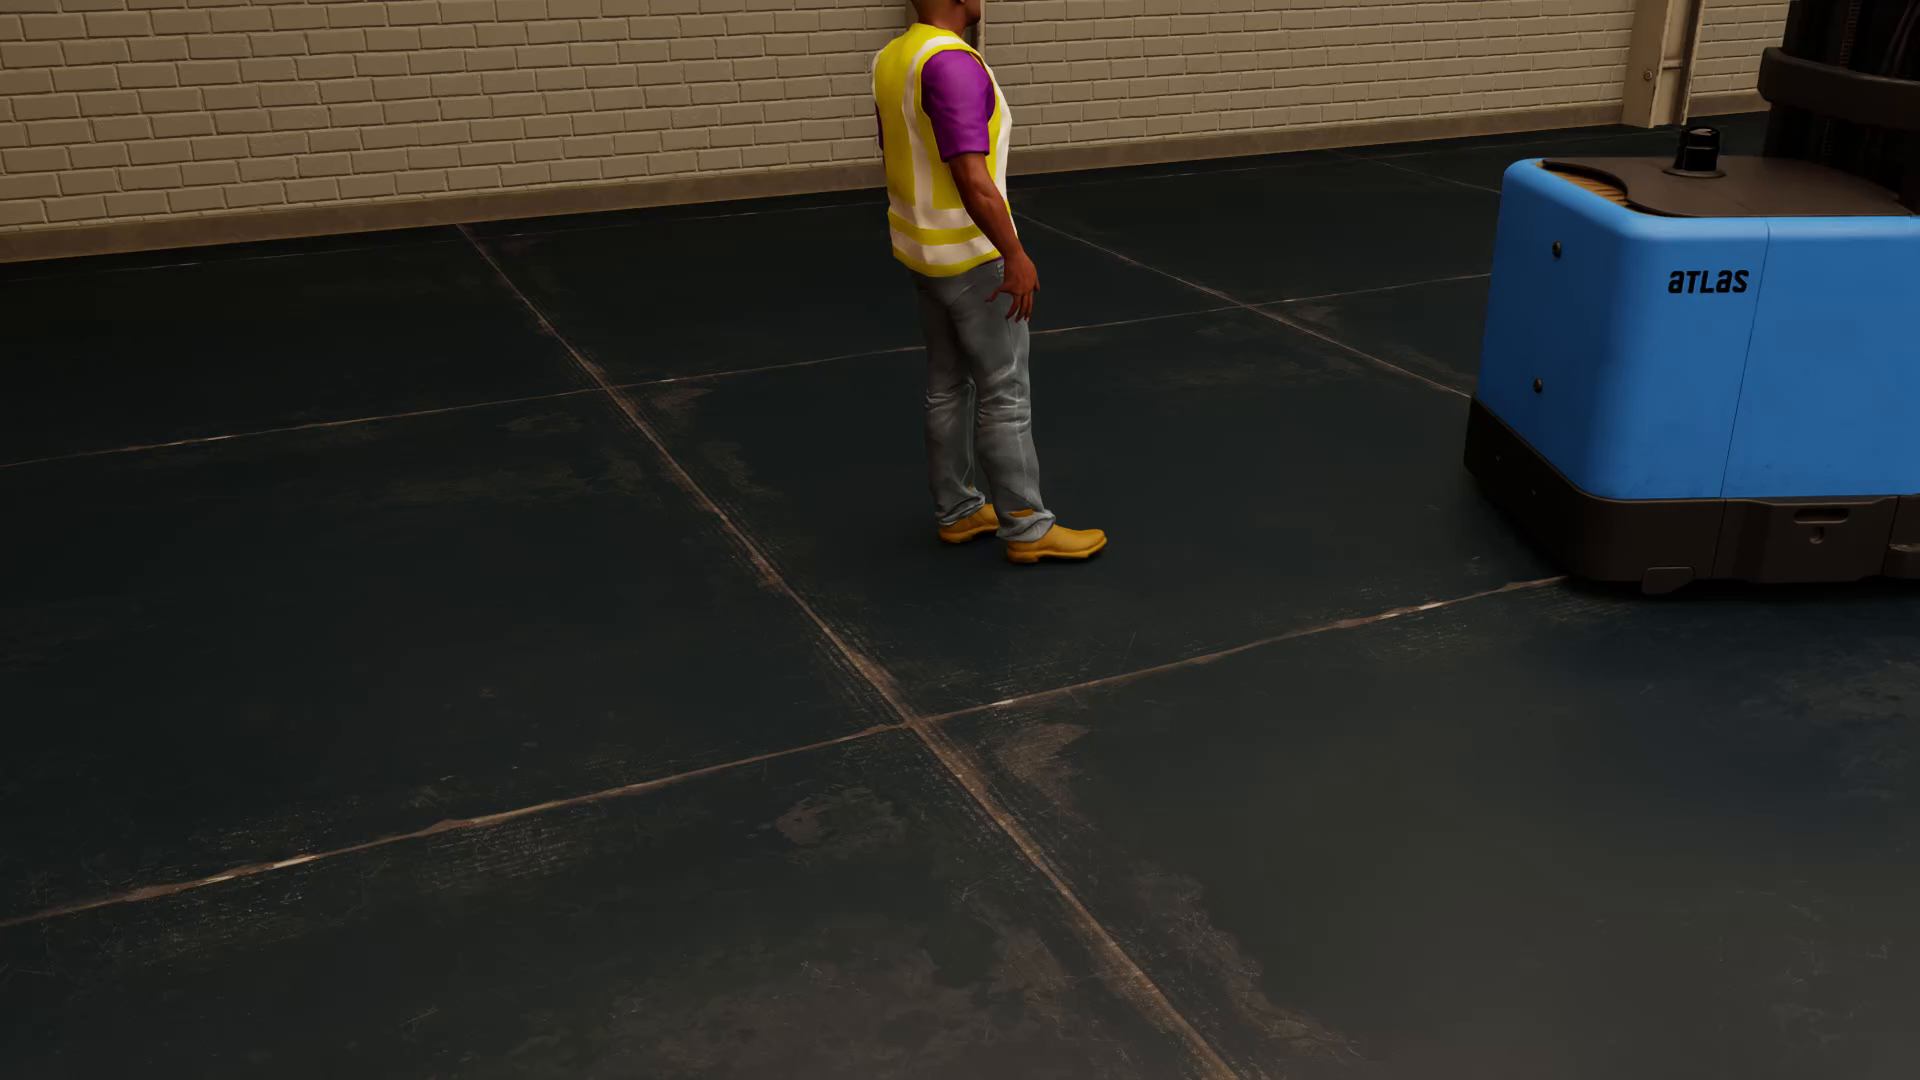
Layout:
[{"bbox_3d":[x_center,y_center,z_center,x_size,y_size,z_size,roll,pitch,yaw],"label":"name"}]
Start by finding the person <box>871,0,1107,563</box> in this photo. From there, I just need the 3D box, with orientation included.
[{"bbox_3d":[0.066,-0.832,4.788,0.575,1.768,0.665,-10,25,-23],"label":"person"}]

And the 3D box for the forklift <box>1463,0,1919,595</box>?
[{"bbox_3d":[3.205,-1.399,4.655,3.031,2.935,1.130,-1,23,-3],"label":"forklift"}]
